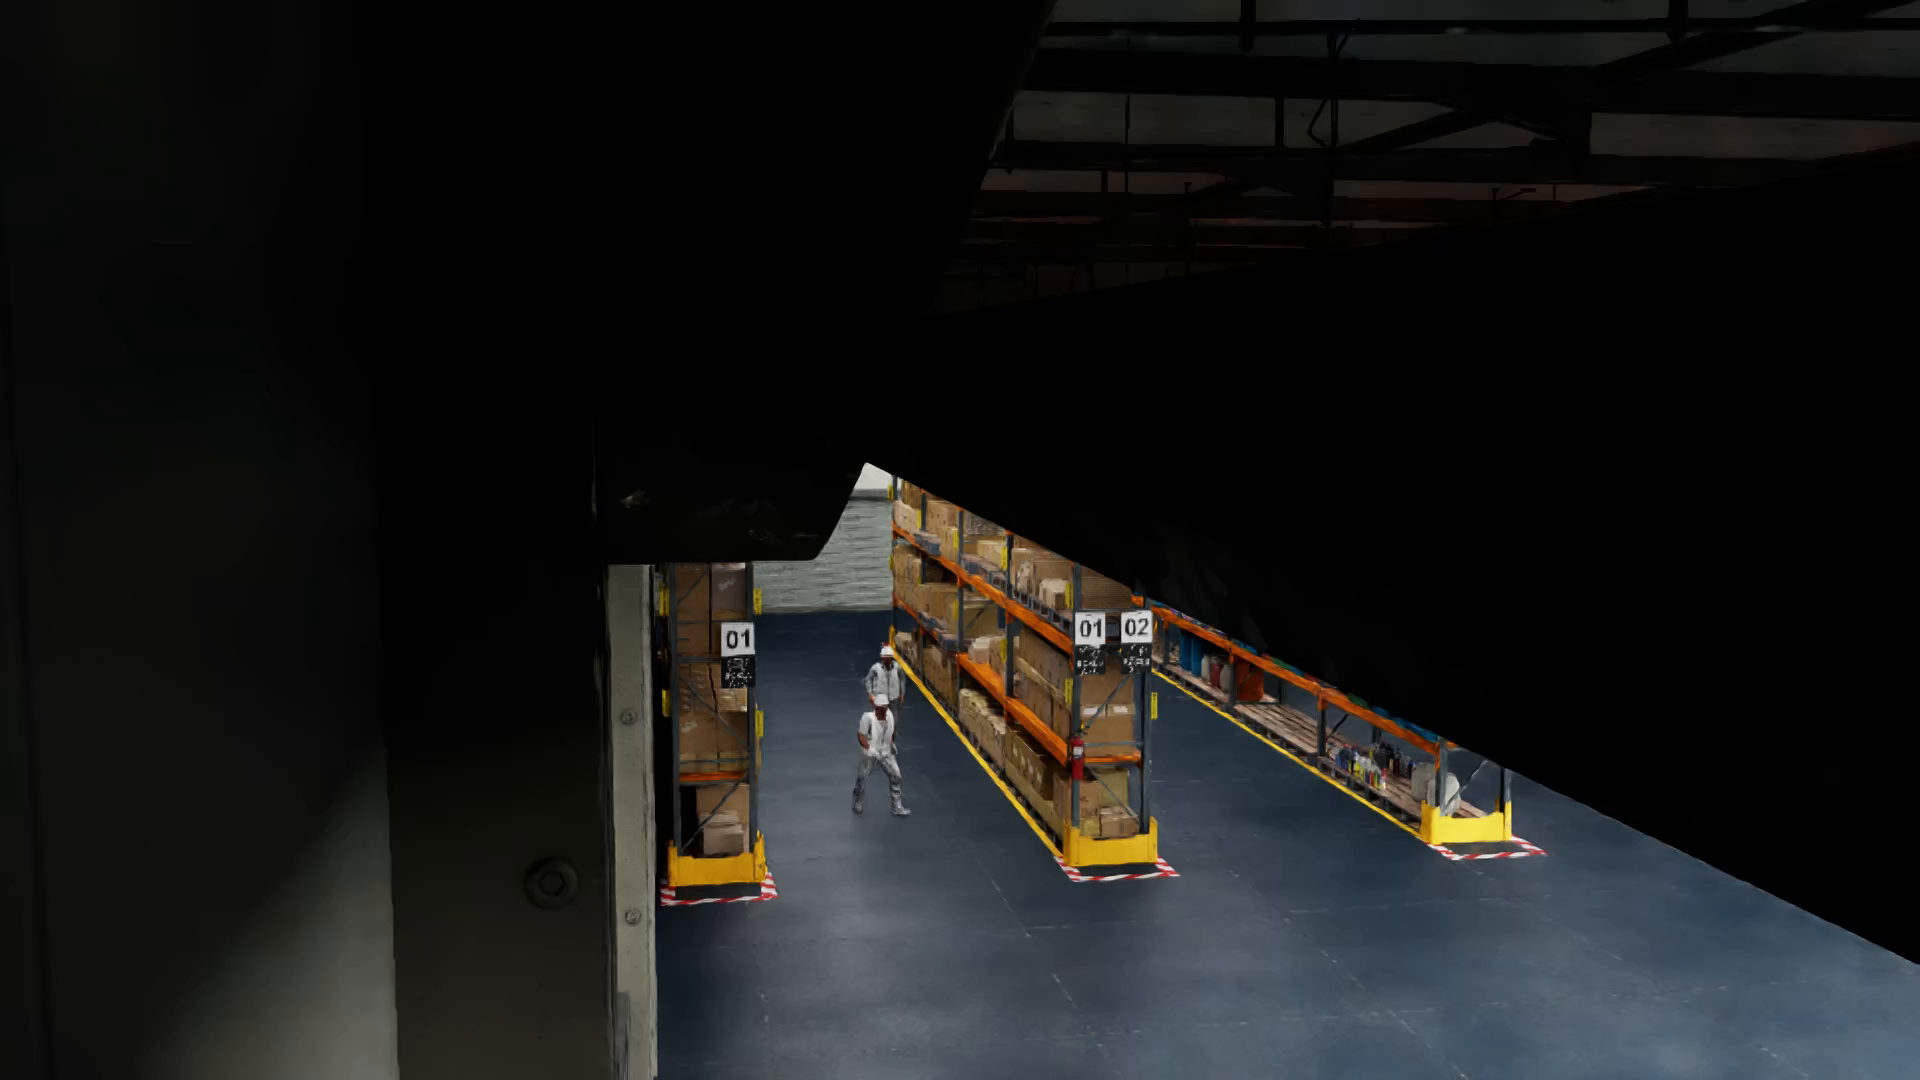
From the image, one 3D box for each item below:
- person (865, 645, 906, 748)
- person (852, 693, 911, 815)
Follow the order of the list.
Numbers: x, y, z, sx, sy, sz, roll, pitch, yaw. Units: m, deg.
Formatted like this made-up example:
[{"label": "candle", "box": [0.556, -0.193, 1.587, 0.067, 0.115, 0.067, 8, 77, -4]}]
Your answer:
[{"label": "person", "box": [-1.209, 2.554, 27.100, 0.677, 1.726, 0.574, -1, 6, -13]}, {"label": "person", "box": [-1.147, 2.967, 23.195, 0.692, 1.723, 0.846, -3, 7, -27]}]
